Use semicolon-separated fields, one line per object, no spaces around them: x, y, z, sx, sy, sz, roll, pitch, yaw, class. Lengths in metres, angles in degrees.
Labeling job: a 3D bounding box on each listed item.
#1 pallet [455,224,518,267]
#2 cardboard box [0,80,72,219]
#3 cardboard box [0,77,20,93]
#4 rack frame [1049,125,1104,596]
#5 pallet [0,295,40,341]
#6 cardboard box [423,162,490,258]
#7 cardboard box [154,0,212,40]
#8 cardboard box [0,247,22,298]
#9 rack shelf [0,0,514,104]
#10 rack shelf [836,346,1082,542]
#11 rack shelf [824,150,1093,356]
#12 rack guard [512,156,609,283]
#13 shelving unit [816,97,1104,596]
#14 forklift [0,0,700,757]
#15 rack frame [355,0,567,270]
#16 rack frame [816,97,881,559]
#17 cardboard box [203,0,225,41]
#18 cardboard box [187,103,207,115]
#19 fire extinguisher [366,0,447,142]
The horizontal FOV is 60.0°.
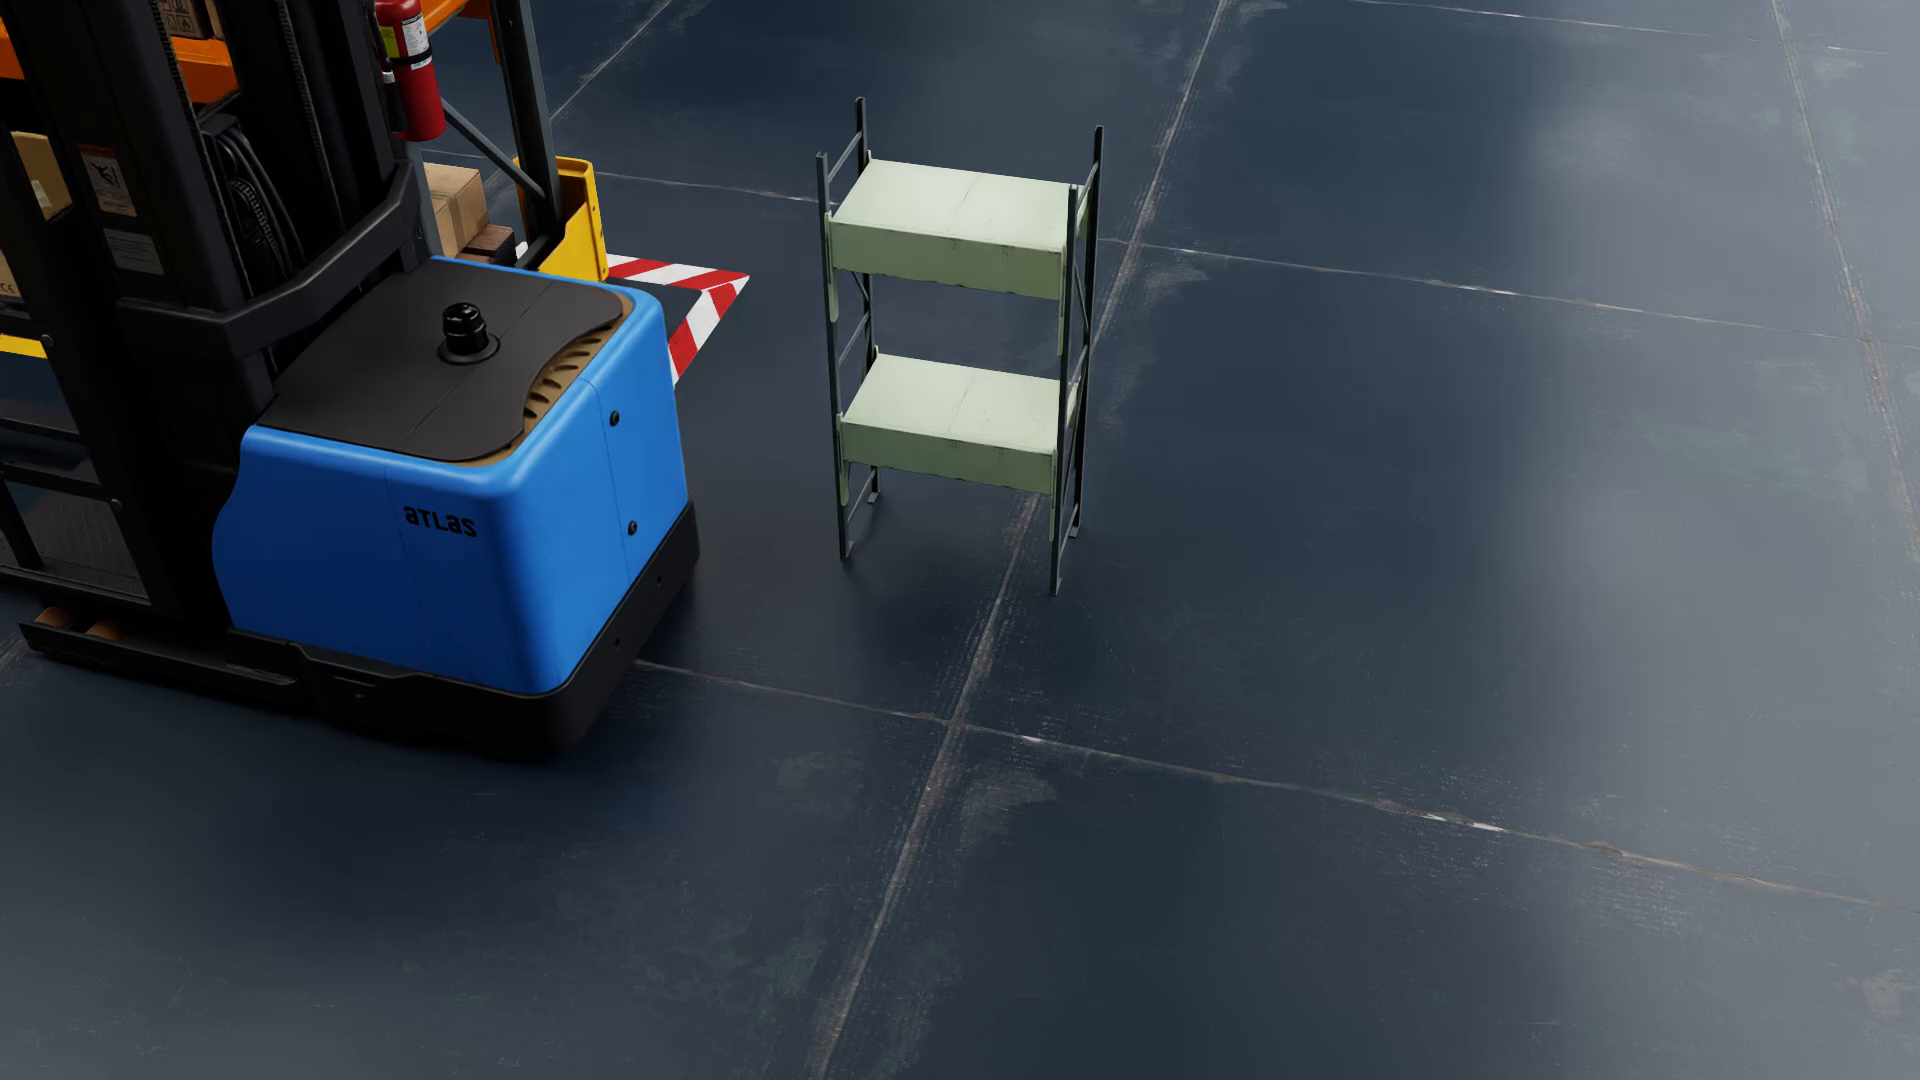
-2.576;-1.019;6.799;1.213;0.211;1.003;10;41;11;pallet
-3.391;-1.442;6.364;0.500;0.500;0.500;10;41;11;cardboard box
-3.874;-1.526;6.463;0.500;0.500;0.500;10;41;11;cardboard box
0.360;-0.512;5.194;0.023;1.500;0.400;10;41;11;rack frame
-3.750;-1.223;7.043;1.213;0.211;1.003;10;41;11;pallet
-2.287;-1.321;6.802;0.500;0.250;0.500;10;41;11;cardboard box
-2.782;-2.194;5.952;0.500;0.500;0.700;11;41;13;cardboard box
-3.873;-1.241;6.707;0.500;0.250;0.500;10;41;11;cardboard box
-3.758;-2.043;6.410;4.000;0.370;1.077;10;41;11;rack shelf
0.006;-0.324;5.476;0.720;0.370;0.431;10;41;11;rack shelf
0.006;-0.872;5.015;0.720;0.370;0.431;10;41;11;rack shelf
-1.803;-1.025;6.582;0.348;0.500;1.175;10;41;11;rack guard
0.006;-0.573;5.266;0.755;1.500;0.431;10;41;11;shelving unit
-2.447;-1.022;4.688;3.031;2.935;1.130;11;41;13;forklift
-1.826;-1.986;5.782;0.127;3.000;1.000;10;41;11;rack frame
-0.347;-0.634;5.339;0.023;1.500;0.400;10;41;11;rack frame
-2.274;-2.110;5.852;0.500;0.500;0.700;10;41;11;cardboard box
-2.770;-1.690;6.659;0.500;0.500;0.500;10;41;11;cardboard box
-1.832;-1.648;5.440;0.183;0.674;0.296;10;41;11;fire extinguisher
